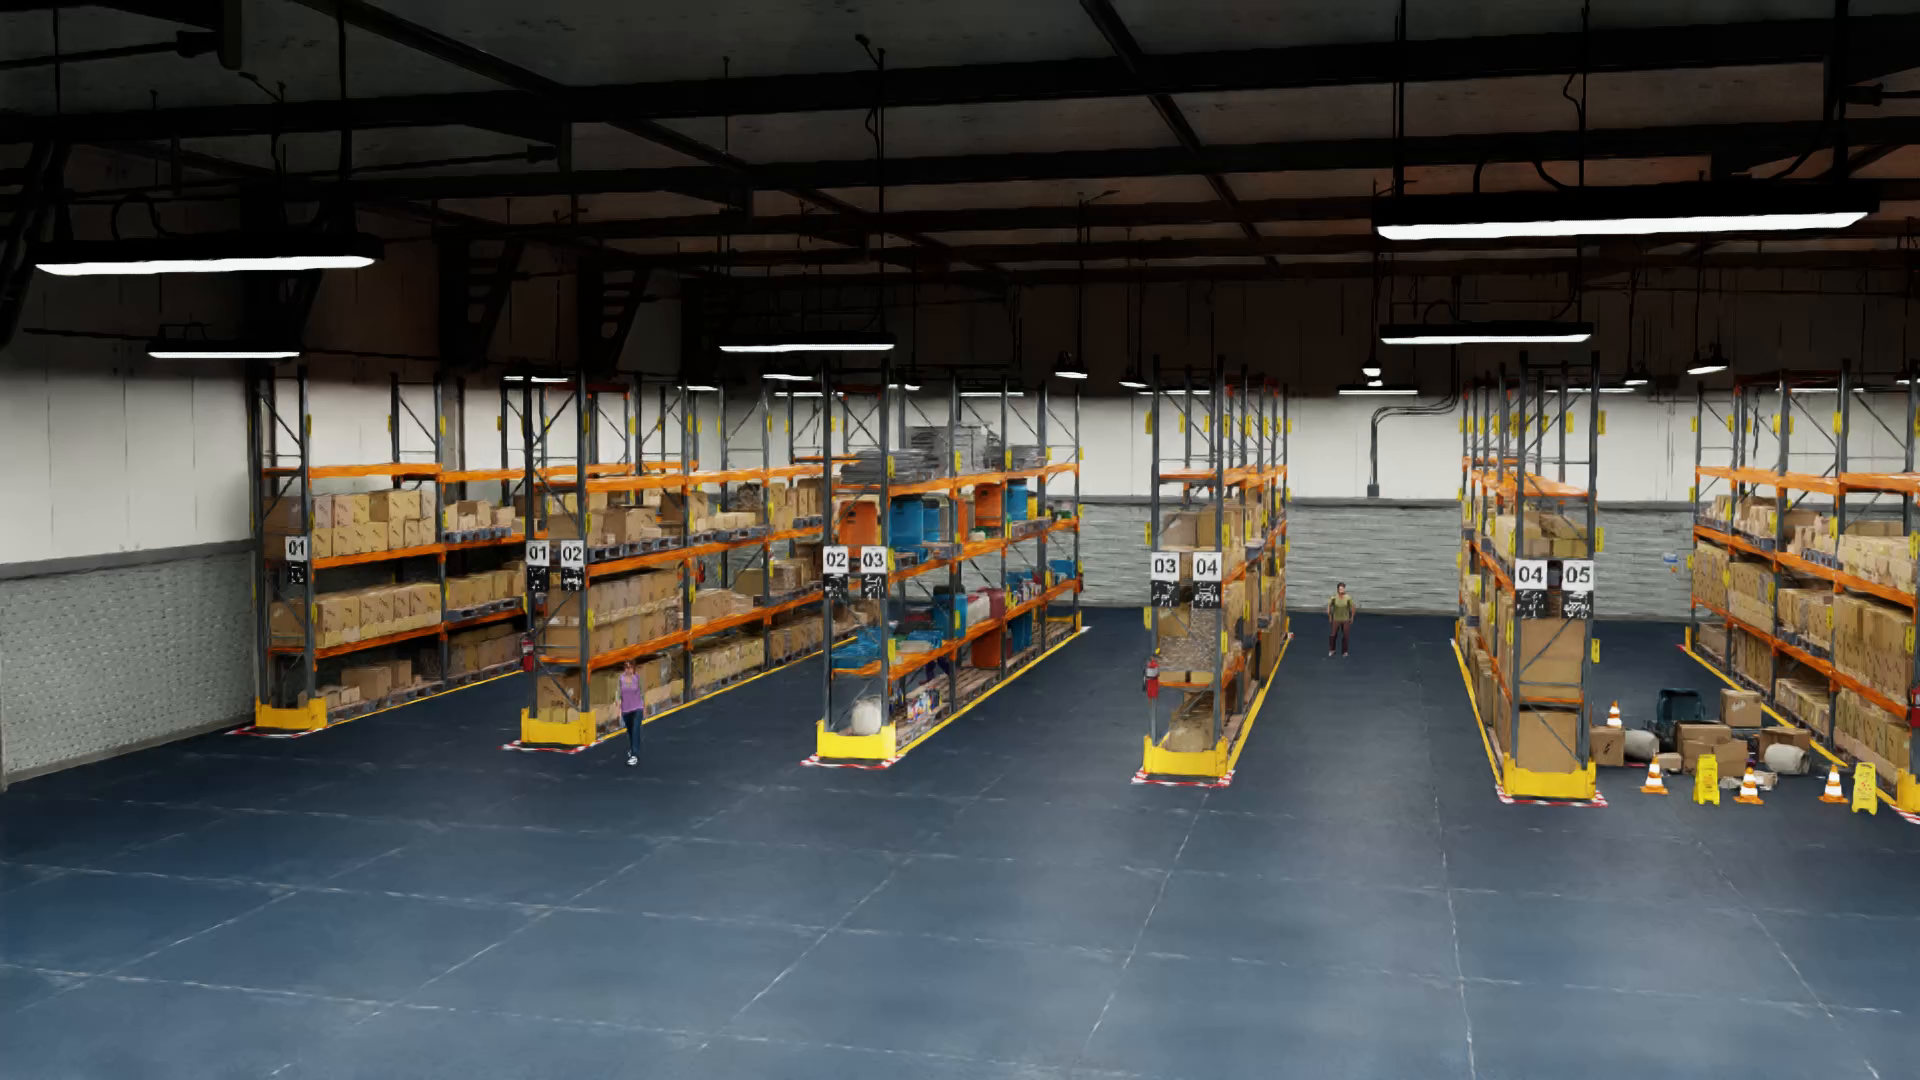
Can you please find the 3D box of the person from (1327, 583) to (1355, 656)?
[{"bbox_3d":[8.247,1.717,36.025,0.598,1.617,0.503,1,4,11],"label":"person"}]

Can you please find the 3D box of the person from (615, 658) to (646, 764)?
[{"bbox_3d":[-4.900,2.516,24.738,0.409,1.533,0.955,0,4,6],"label":"person"}]

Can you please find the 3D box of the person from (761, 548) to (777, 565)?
[{"bbox_3d":[-5.337,1.031,45.678,0.689,1.655,0.538,-2,4,-28],"label":"person"}]

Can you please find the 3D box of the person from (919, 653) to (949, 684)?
[{"bbox_3d":[-0.406,1.992,32.014,0.589,1.619,0.712,-2,4,-24],"label":"person"}]
